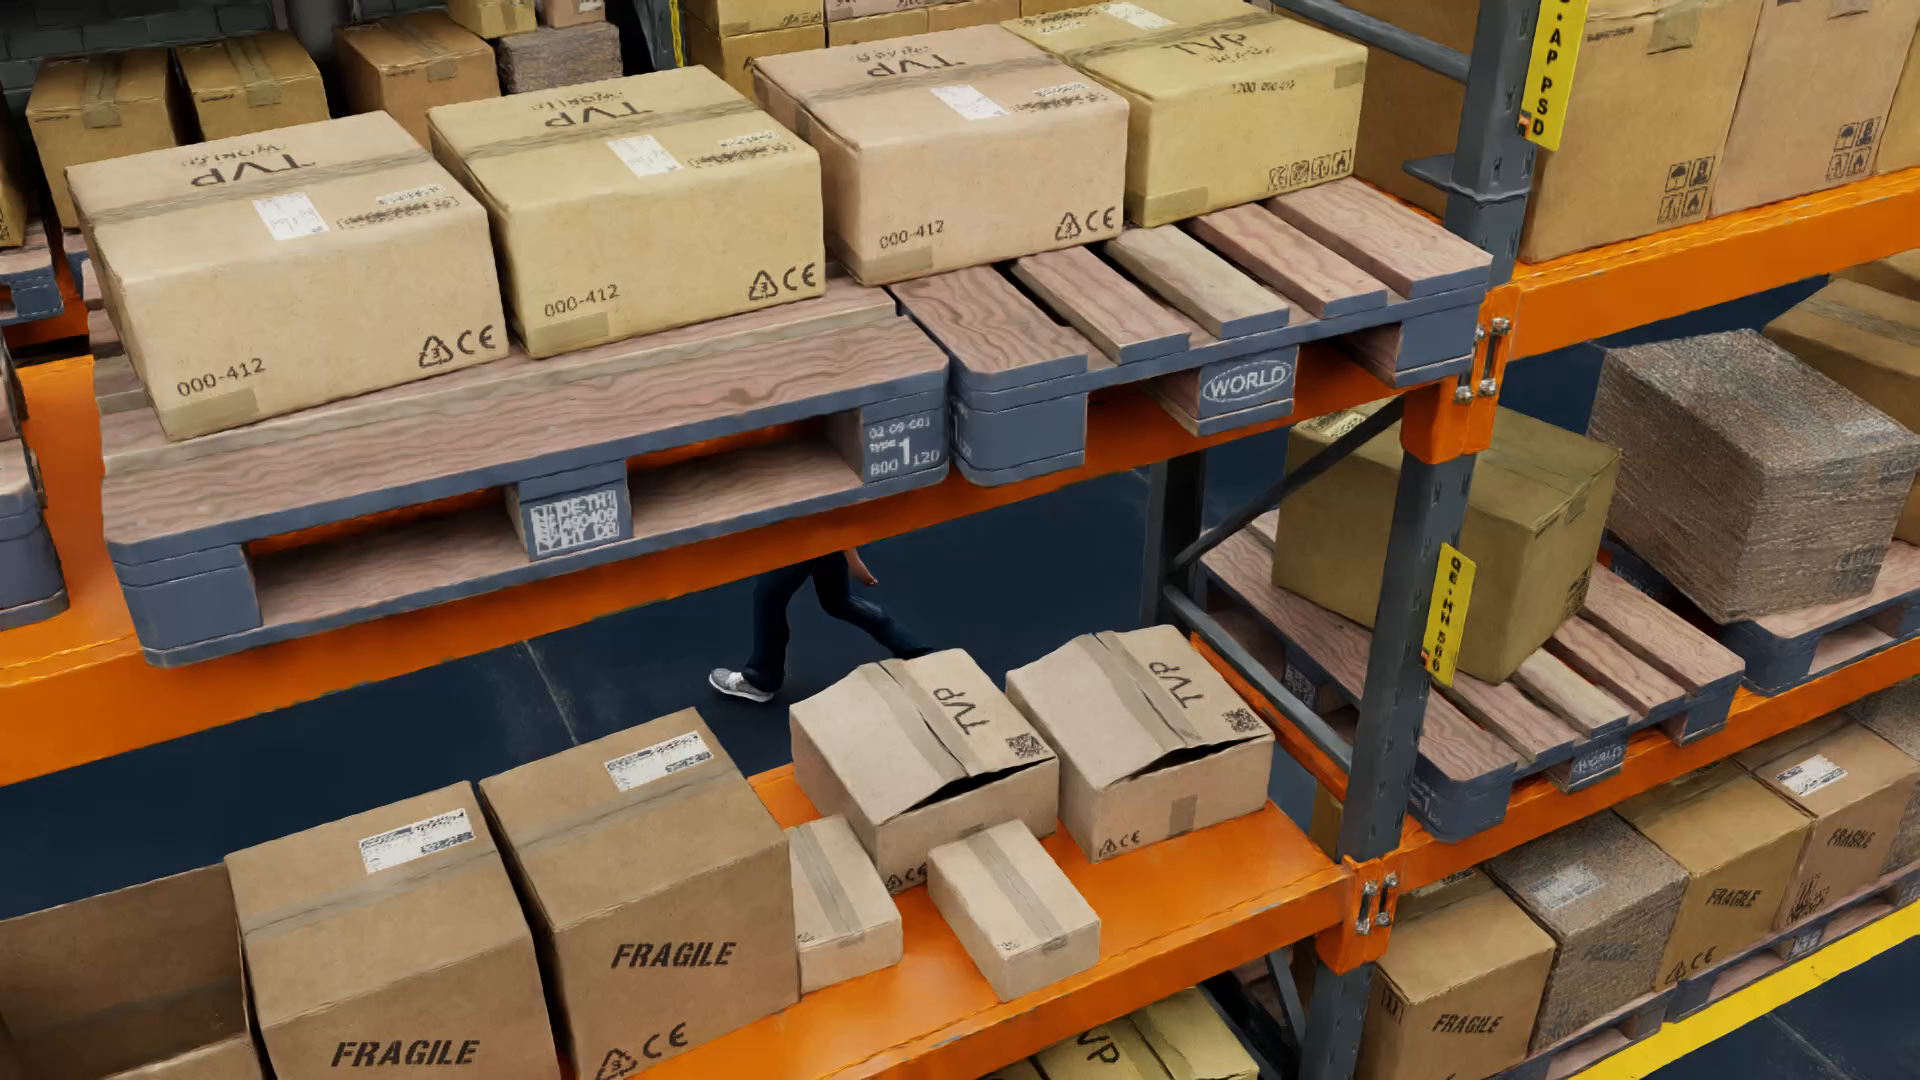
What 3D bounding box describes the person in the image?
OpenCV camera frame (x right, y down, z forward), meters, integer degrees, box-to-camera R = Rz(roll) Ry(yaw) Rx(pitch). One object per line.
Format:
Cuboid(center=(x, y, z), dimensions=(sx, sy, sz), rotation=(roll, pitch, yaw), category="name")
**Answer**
Cuboid(center=(-0.543, -0.024, 6.197), dimensions=(0.921, 1.545, 0.432), rotation=(2, 34, 4), category="person")
